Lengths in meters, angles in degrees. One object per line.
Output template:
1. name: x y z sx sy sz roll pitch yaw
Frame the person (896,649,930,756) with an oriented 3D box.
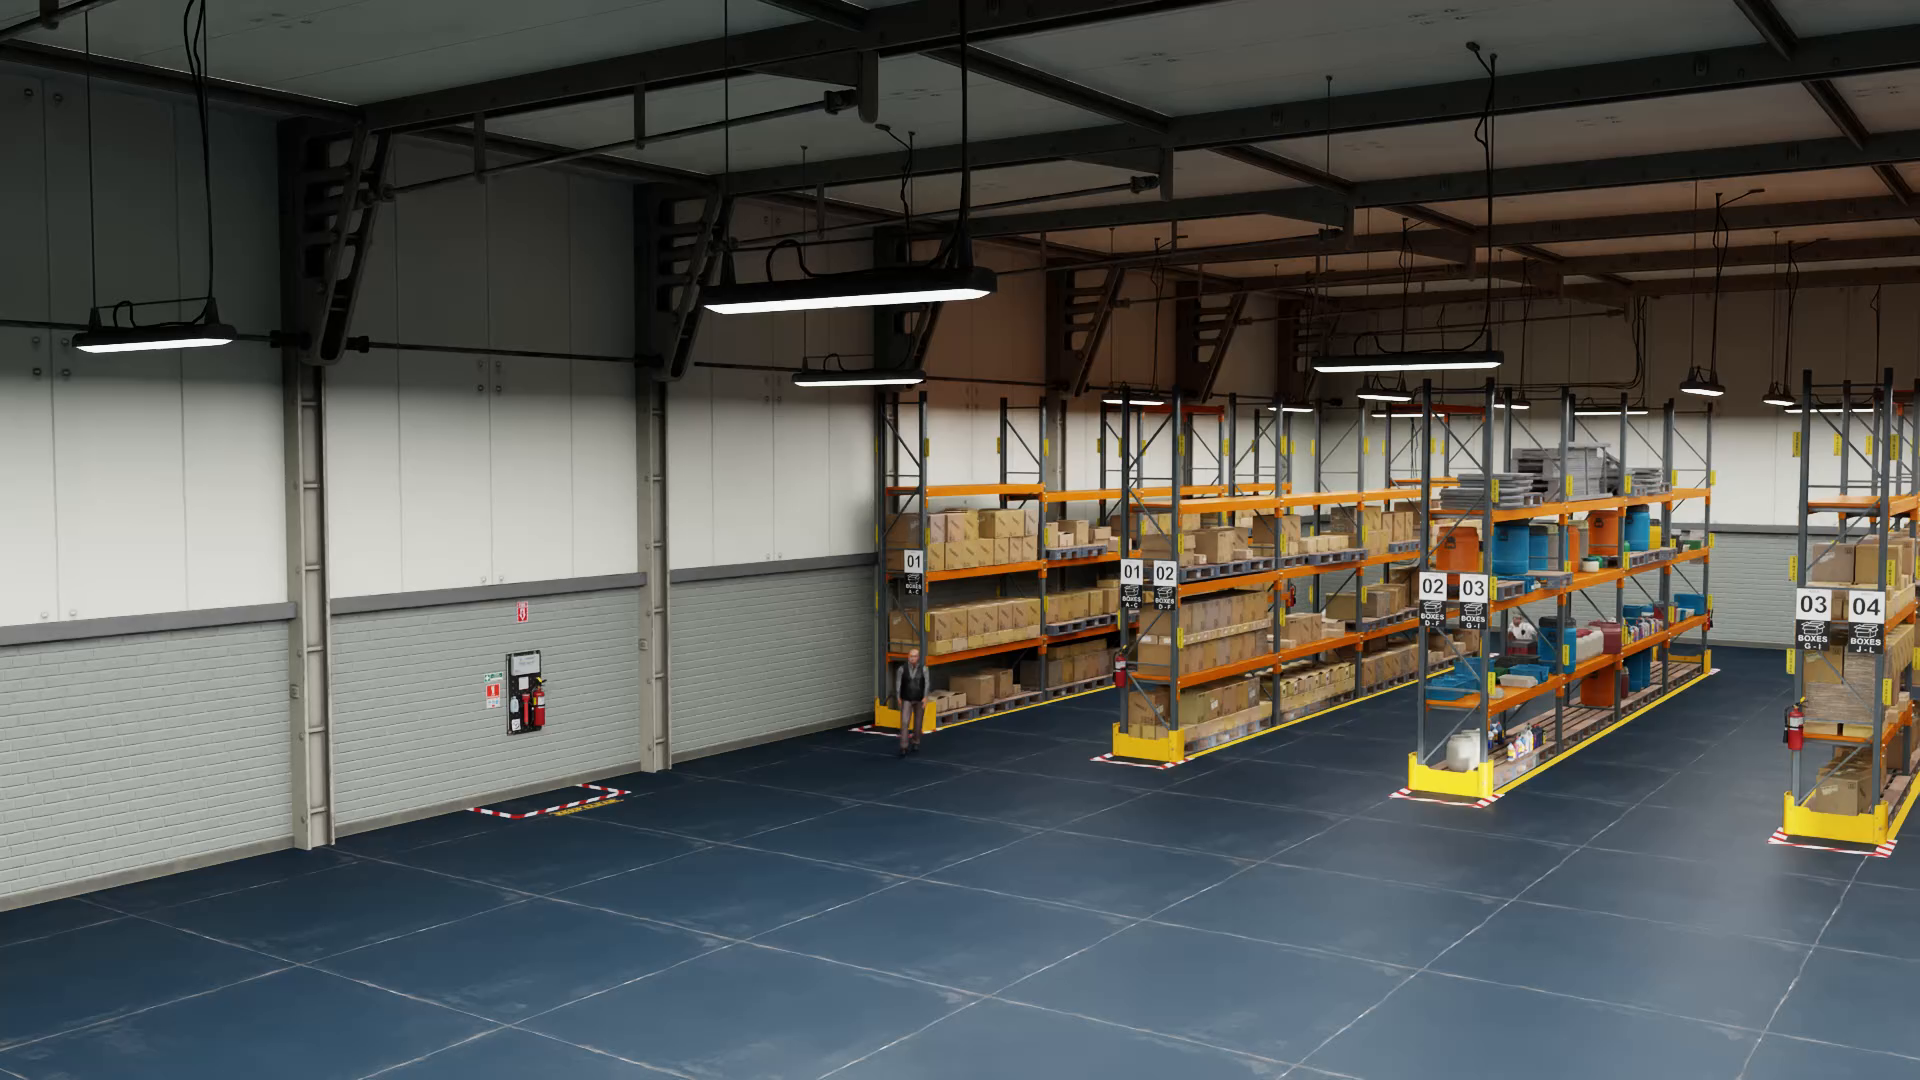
1. person: -0.768 2.631 27.133 0.570 1.684 0.872 0 3 -8

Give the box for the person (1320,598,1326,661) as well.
1. person: 8.274 2.098 37.280 0.511 1.622 1.015 2 4 32

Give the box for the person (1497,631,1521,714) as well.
1. person: 10.308 2.470 31.236 0.408 1.524 1.024 2 4 36

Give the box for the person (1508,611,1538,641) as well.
1. person: 11.538 2.274 34.068 0.709 1.684 0.721 3 4 43
